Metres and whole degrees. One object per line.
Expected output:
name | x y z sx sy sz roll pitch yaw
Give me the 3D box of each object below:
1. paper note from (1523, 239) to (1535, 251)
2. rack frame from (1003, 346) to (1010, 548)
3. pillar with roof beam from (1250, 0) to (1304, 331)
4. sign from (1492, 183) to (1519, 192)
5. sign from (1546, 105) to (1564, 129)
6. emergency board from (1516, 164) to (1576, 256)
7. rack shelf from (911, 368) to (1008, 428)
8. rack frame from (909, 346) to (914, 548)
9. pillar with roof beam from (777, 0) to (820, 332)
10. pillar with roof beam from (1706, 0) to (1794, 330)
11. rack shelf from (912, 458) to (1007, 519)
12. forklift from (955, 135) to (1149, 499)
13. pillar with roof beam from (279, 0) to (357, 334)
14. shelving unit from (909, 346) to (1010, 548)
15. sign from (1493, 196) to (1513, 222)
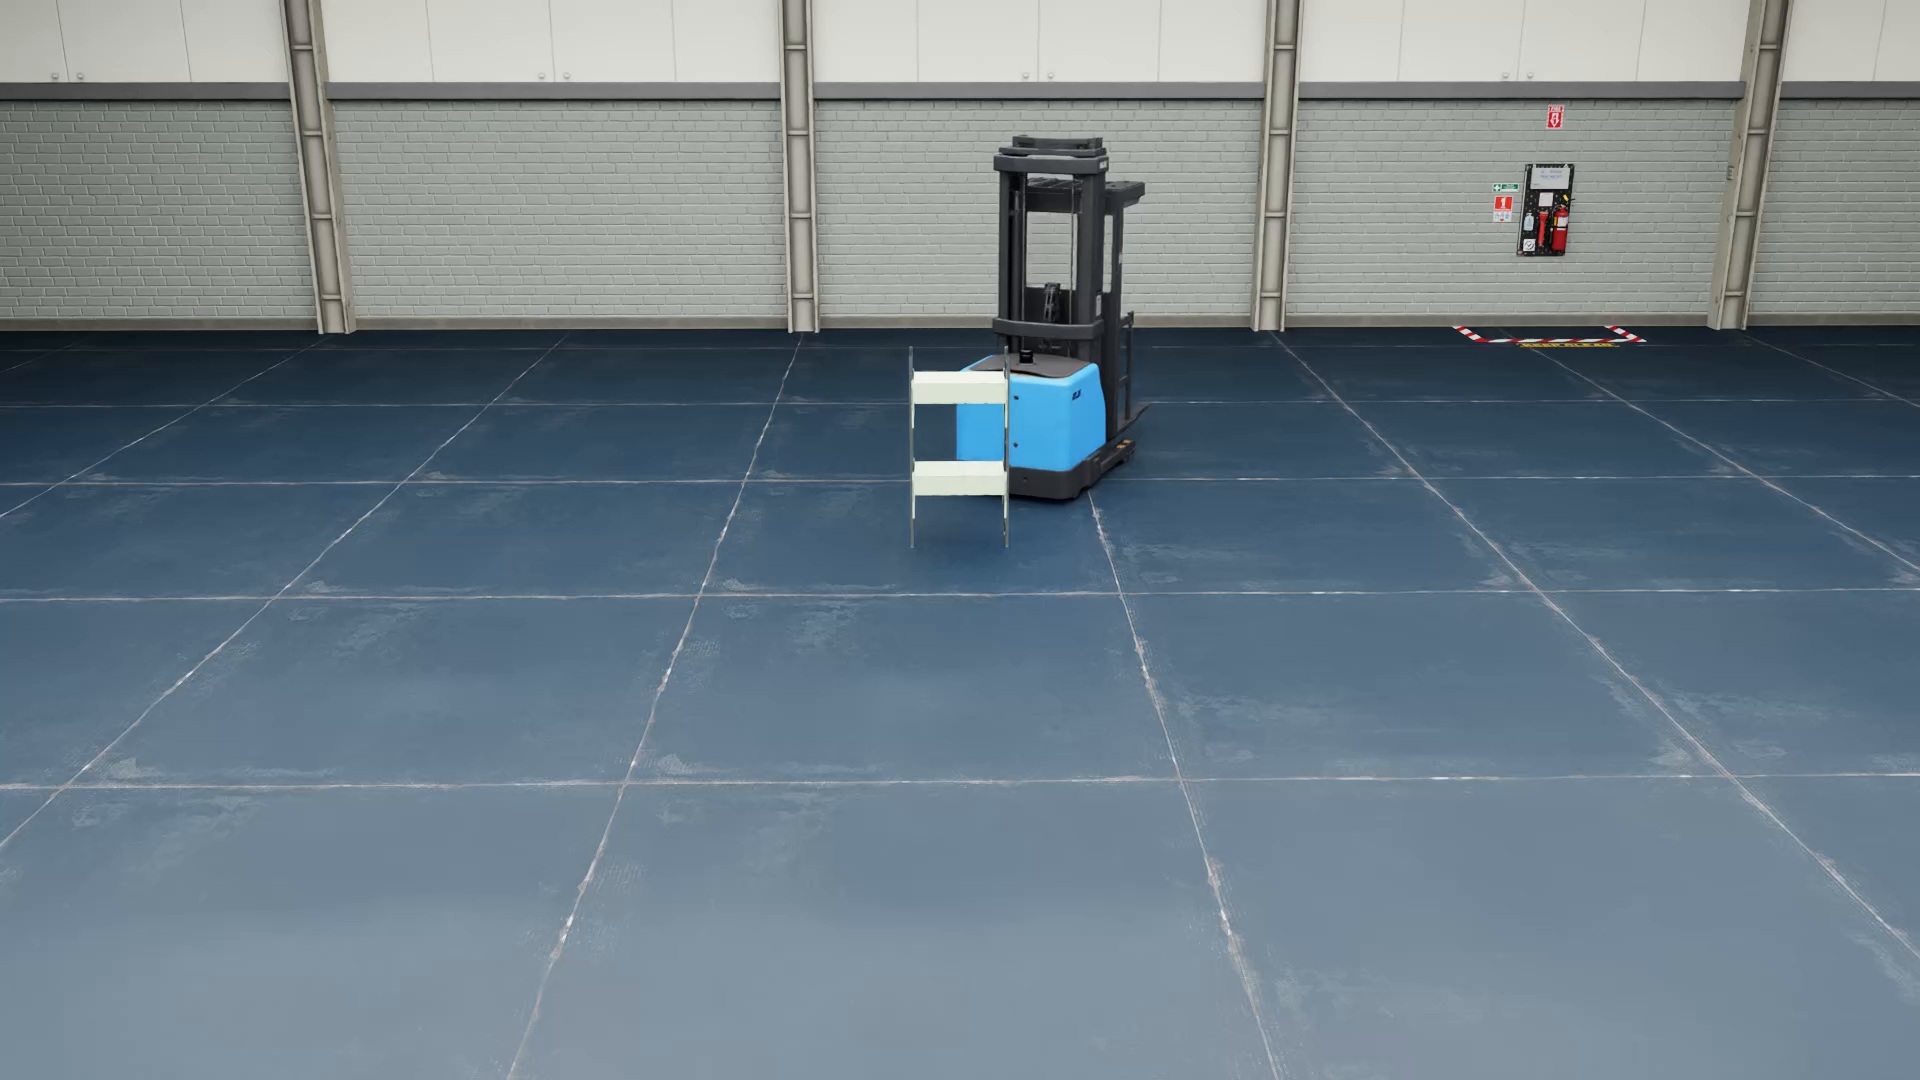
paper note | 7.336 -3.801 21.427 0.142 0.148 0.016 0 18 -1
rack frame | 0.359 -0.716 12.824 0.023 1.500 0.400 0 18 -1
pillar with roof beam | 4.055 -5.713 16.125 0.400 9.000 9.100 0 18 -1
sign | 6.965 -4.495 21.225 0.331 0.109 0.001 0 18 -1
sign | 7.505 -5.334 20.970 0.199 0.298 0.001 0 18 -1
emergency board | 7.514 -4.200 21.229 0.643 1.169 0.194 0 18 -1
rack shelf | -0.007 -1.086 12.699 0.720 0.370 0.431 0 18 -1
rack frame | -0.373 -0.712 12.813 0.023 1.500 0.400 0 18 -1
pillar with roof beam | -1.945 -5.684 16.035 0.400 9.000 9.100 0 18 -1
pillar with roof beam | 10.054 -5.742 16.215 0.400 9.000 9.100 0 18 -1
rack shelf | -0.007 -0.404 12.918 0.720 0.370 0.431 0 18 -1
forklift | 0.985 -2.146 14.940 1.130 2.935 3.031 7 19 21
pillar with roof beam | -7.944 -5.655 15.945 0.400 9.000 9.100 0 18 -1
shelving unit | -0.007 -0.714 12.818 0.755 1.500 0.431 0 18 -1
sign | 6.960 -4.246 21.314 0.234 0.329 0.001 0 18 -1
